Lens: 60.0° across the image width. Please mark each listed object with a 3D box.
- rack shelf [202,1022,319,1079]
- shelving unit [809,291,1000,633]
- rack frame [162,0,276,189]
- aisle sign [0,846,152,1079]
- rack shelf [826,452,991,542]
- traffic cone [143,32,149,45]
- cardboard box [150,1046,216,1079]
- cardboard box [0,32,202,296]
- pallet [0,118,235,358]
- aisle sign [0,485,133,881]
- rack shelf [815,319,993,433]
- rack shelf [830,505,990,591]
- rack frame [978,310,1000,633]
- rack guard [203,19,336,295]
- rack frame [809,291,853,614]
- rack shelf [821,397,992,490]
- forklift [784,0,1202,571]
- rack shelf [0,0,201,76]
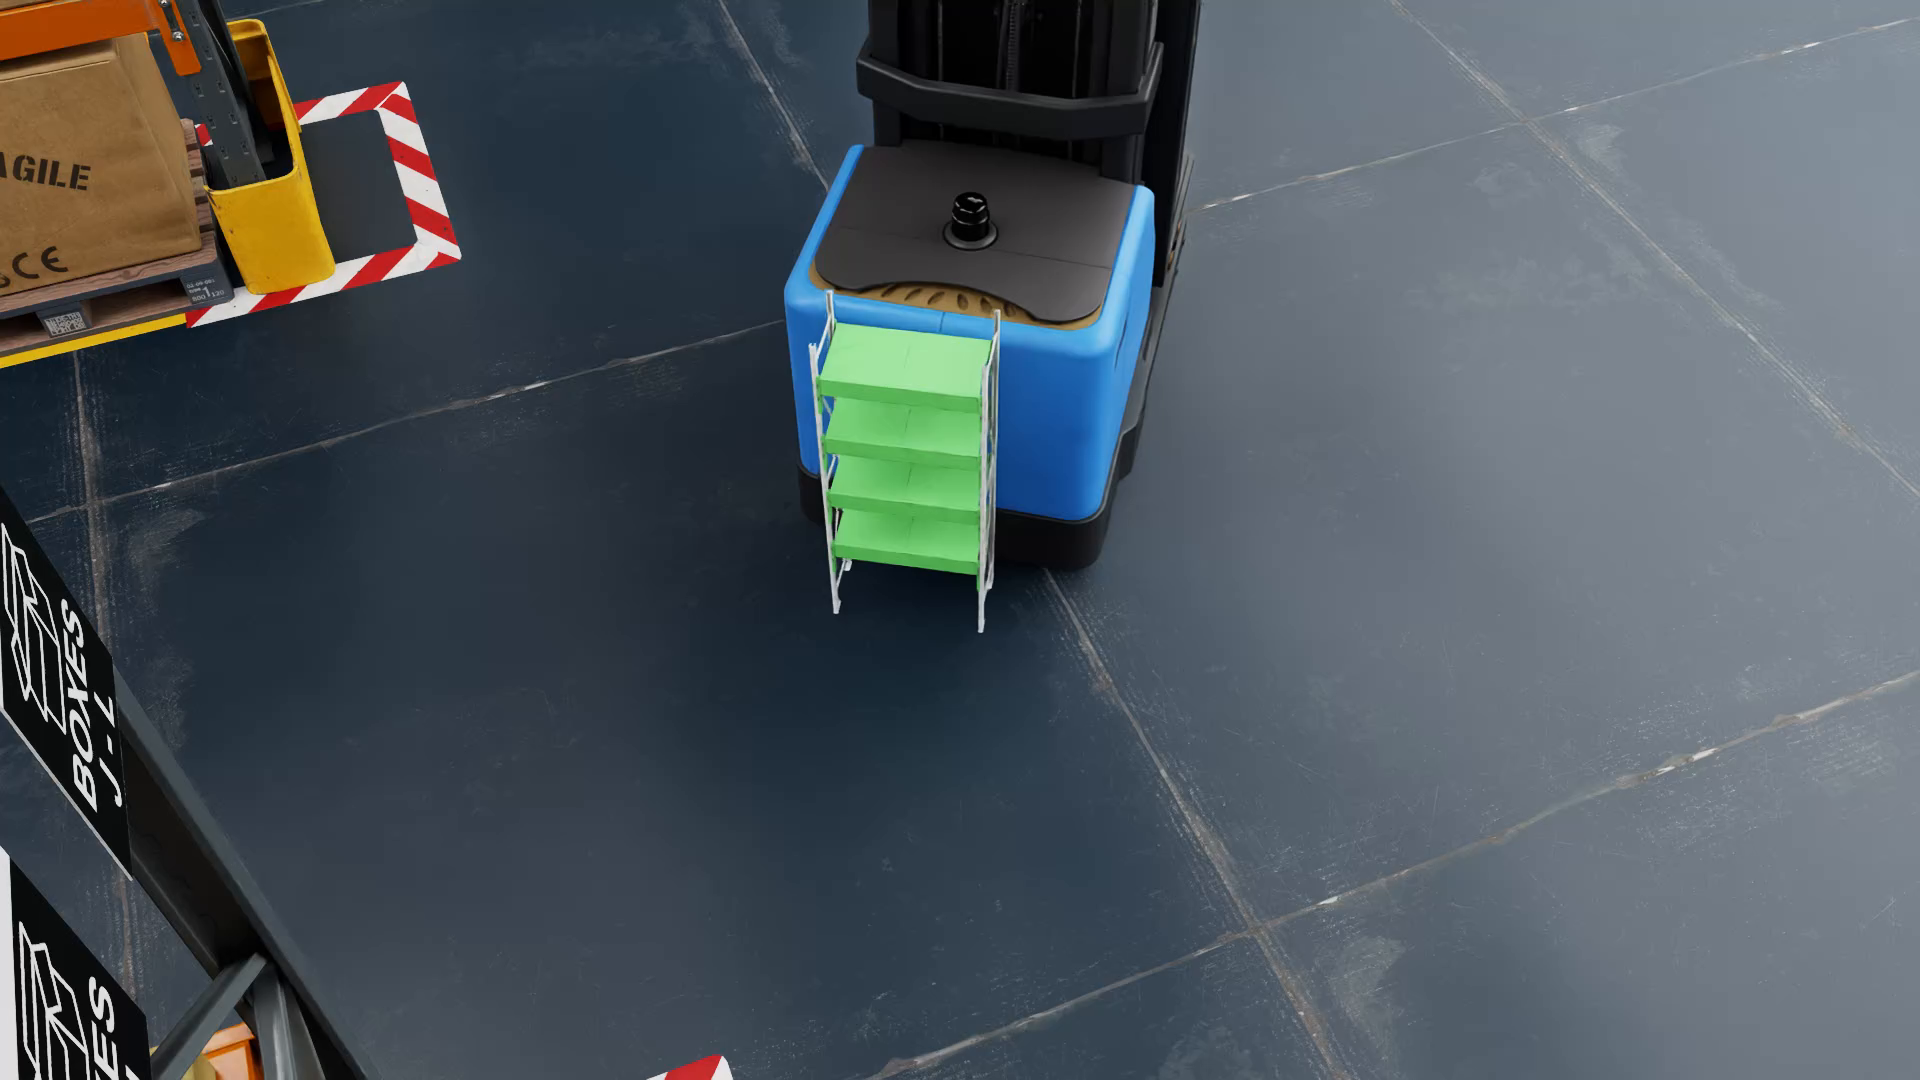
[{"bbox_3d":[-2.962,1.938,2.583,4.000,0.370,1.077,-17,52,-14],"label":"rack shelf"},{"bbox_3d":[-0.153,-0.205,5.135,0.503,1.200,0.258,7,50,6],"label":"shelving unit"},{"bbox_3d":[-2.892,-2.383,5.819,0.127,3.000,1.000,-17,52,-14],"label":"rack frame"},{"bbox_3d":[-0.940,0.476,1.651,0.004,0.787,0.394,-17,52,-14],"label":"aisle sign"},{"bbox_3d":[-0.153,-0.163,5.184,0.480,0.148,0.258,7,50,6],"label":"rack shelf"},{"bbox_3d":[-3.921,-2.401,7.507,0.334,0.463,0.336,-17,52,-14],"label":"traffic cone"},{"bbox_3d":[-1.464,1.126,2.972,0.250,0.149,0.380,-17,52,-14],"label":"cardboard box"},{"bbox_3d":[-3.495,-1.587,6.259,0.875,0.875,0.875,-17,51,-14],"label":"cardboard box"},{"bbox_3d":[-3.603,-1.190,6.633,1.213,0.211,1.003,-17,52,-14],"label":"pallet"},{"bbox_3d":[-1.166,0.054,2.013,0.004,0.787,0.394,-17,52,-14],"label":"aisle sign"},{"bbox_3d":[-0.153,-0.476,4.819,0.480,0.148,0.258,7,50,6],"label":"rack shelf"},{"bbox_3d":[-0.153,-0.007,5.366,0.480,0.148,0.258,7,50,6],"label":"rack shelf"},{"bbox_3d":[0.087,-0.174,5.109,0.015,1.200,0.240,7,50,6],"label":"rack frame"},{"bbox_3d":[-2.870,-1.575,6.773,0.348,0.500,1.175,-17,52,-14],"label":"rack guard"},{"bbox_3d":[-0.394,-0.235,5.161,0.015,1.200,0.240,7,50,6],"label":"rack frame"},{"bbox_3d":[-0.153,-0.320,5.001,0.480,0.148,0.258,7,50,6],"label":"rack shelf"},{"bbox_3d":[0.293,-1.998,5.534,1.130,2.935,3.031,10,50,9],"label":"forklift"},{"bbox_3d":[-4.744,-1.575,5.599,4.000,0.370,1.077,-17,52,-14],"label":"rack shelf"}]
